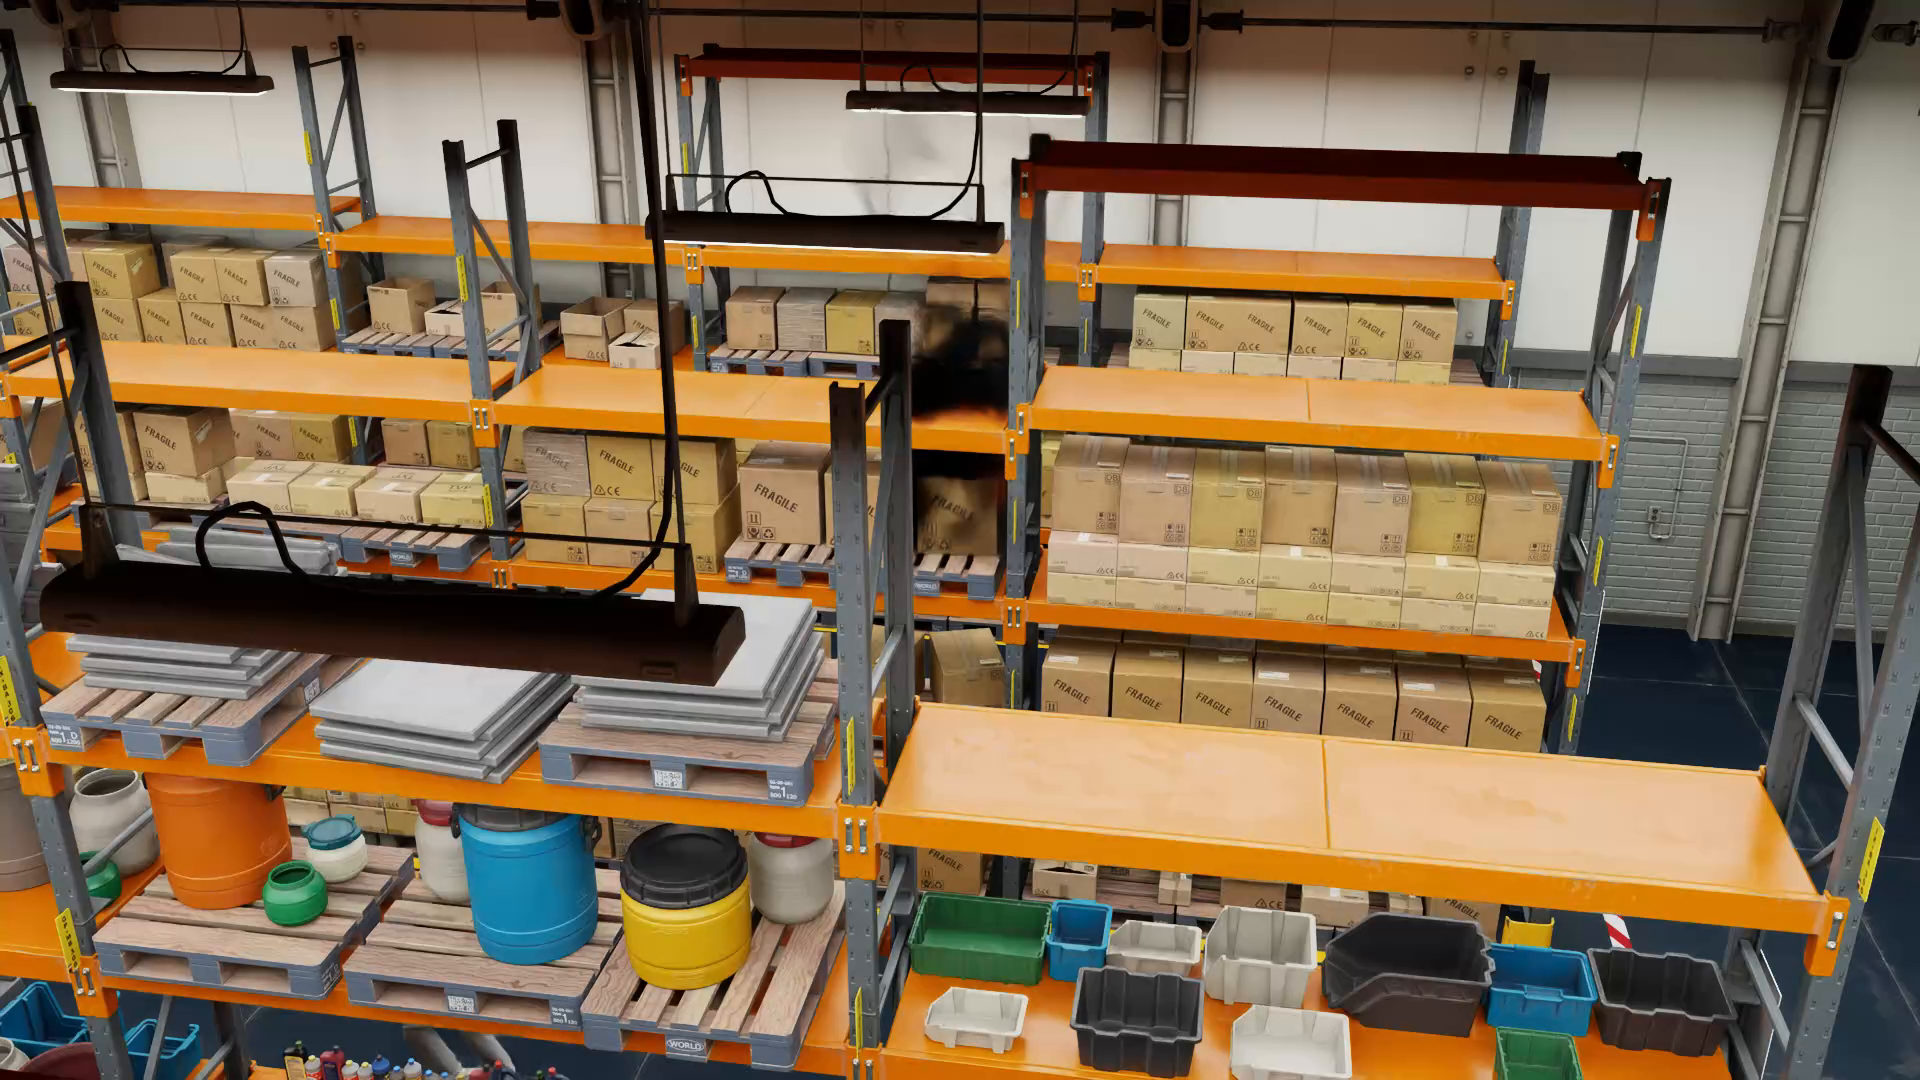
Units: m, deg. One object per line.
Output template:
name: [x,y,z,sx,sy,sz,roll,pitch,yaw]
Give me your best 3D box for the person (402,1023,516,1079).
person: [-3.449,2.962,11.128,0.777,1.826,0.685,1,23,2]
